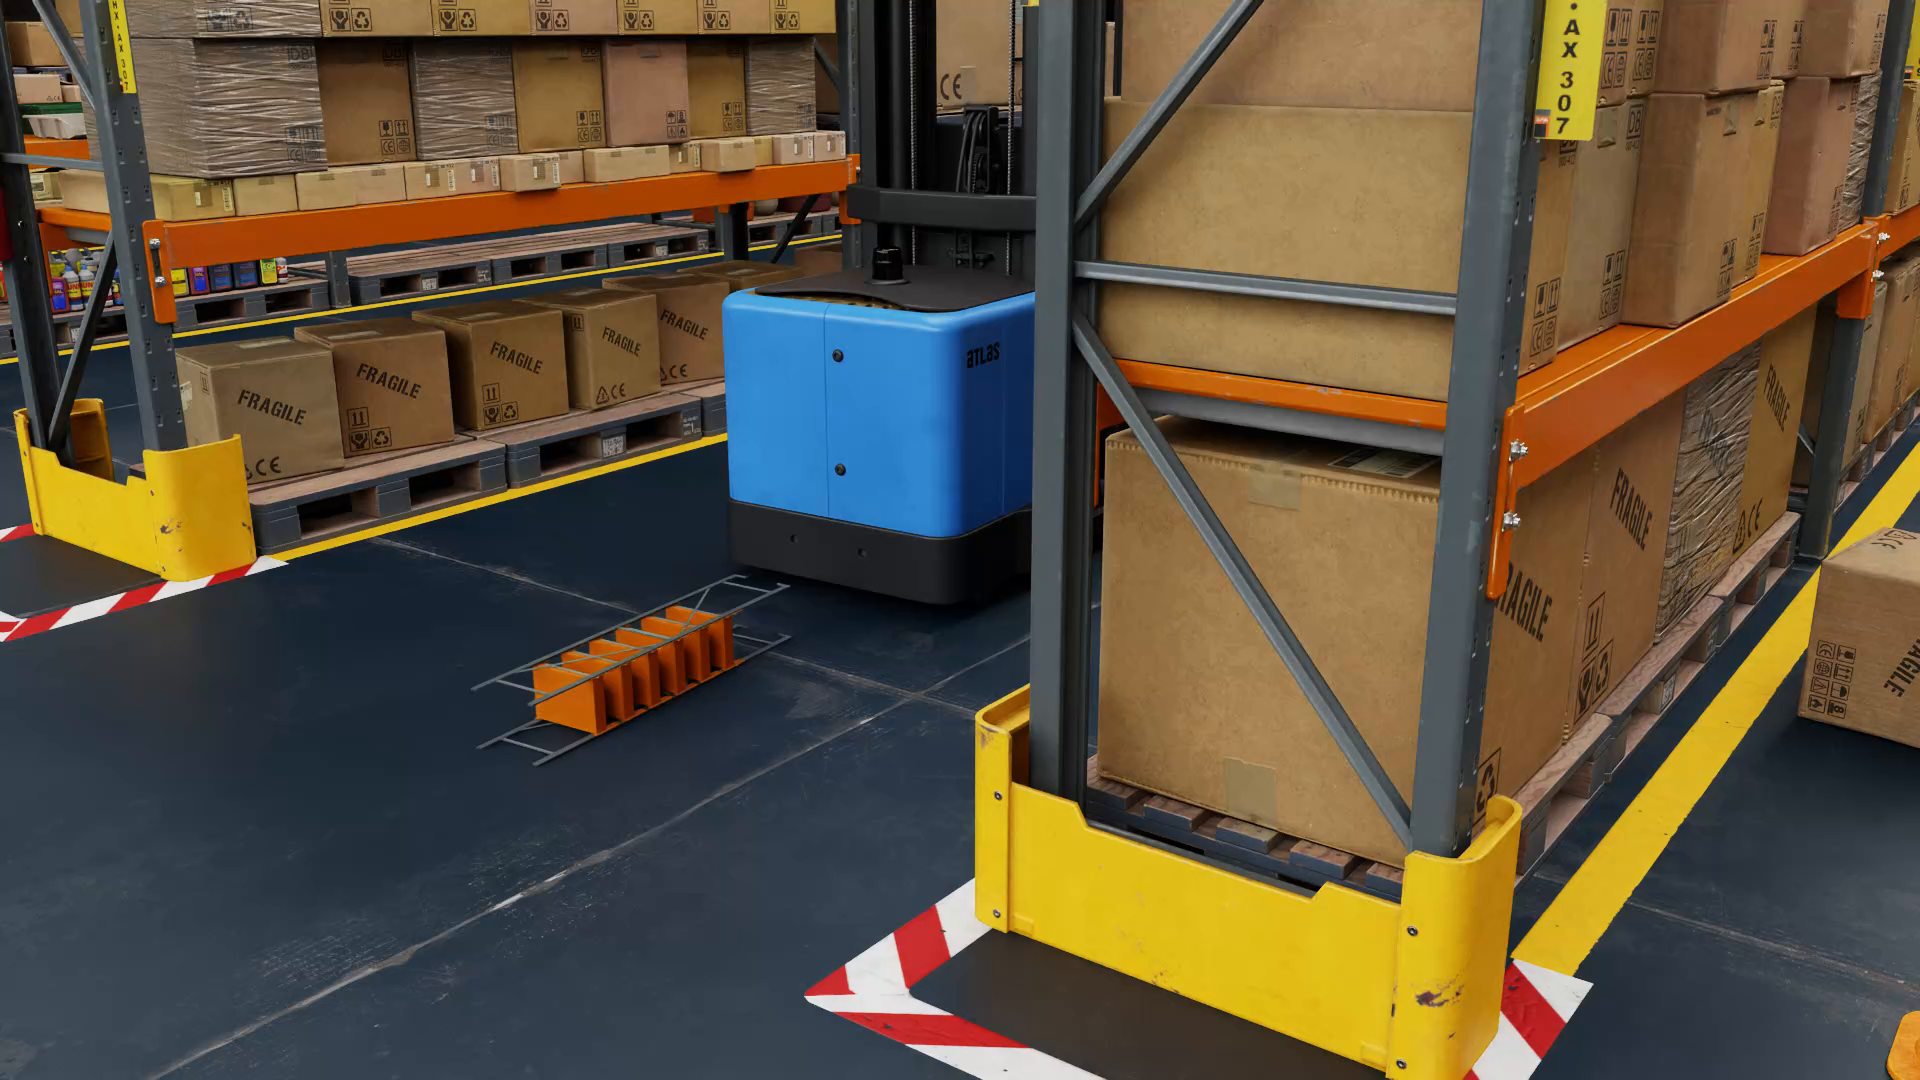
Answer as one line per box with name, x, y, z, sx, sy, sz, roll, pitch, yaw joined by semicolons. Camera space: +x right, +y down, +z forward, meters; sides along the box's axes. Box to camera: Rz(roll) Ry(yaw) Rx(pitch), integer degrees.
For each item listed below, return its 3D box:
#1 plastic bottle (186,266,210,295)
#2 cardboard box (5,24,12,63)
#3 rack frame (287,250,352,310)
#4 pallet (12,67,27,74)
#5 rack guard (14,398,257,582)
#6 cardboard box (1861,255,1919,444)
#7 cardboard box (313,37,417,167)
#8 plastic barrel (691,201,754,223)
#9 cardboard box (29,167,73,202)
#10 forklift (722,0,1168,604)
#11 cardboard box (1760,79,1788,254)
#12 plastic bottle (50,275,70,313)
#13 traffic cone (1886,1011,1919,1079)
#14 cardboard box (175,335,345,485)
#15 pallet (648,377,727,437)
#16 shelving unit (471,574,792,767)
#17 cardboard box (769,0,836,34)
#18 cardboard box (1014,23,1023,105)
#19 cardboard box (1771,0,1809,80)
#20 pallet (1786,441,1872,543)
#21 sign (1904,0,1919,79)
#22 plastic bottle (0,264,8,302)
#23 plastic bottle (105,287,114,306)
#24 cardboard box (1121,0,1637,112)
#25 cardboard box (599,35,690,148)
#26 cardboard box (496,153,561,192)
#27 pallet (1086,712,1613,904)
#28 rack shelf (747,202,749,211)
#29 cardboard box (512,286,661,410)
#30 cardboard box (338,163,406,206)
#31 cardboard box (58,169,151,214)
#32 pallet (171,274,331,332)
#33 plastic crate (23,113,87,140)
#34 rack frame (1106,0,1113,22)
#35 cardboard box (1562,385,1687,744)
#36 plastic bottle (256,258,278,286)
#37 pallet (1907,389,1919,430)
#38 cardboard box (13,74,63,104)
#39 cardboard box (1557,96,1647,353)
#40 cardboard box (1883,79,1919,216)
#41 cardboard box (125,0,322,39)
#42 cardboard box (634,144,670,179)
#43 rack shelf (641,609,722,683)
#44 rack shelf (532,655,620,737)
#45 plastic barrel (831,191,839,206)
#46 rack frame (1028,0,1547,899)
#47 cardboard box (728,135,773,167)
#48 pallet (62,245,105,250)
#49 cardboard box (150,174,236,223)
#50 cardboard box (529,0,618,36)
plastic bottle;-5.253;-1.838;11.444;0.061;0.283;0.133;14;22;38
cardboard box;-11.493;-5.769;19.351;0.700;0.500;0.500;12;21;35
rack frame;-4.923;-3.222;12.060;1.000;3.000;0.127;12;21;35
pallet;-11.643;-5.355;19.253;1.003;0.211;1.213;12;21;35
rack guard;-3.283;-0.218;6.603;1.175;0.500;0.348;12;21;35
cardboard box;3.853;-0.965;7.878;1.050;0.750;0.750;12;21;35
cardboard box;-2.777;-1.850;6.973;0.875;0.500;0.500;12;21;35
plastic barrel;-2.262;-3.458;15.773;0.600;0.830;0.708;12;21;35
cardboard box;-8.453;-3.308;15.319;0.500;0.311;0.500;13;21;35
forklift;0.335;-1.557;6.814;1.130;2.935;3.031;11;20;31
cardboard box;2.042;-1.185;5.248;0.875;0.550;0.550;12;21;35
plastic bottle;-5.826;-1.609;10.707;0.061;0.283;0.133;13;21;36
traffic cone;2.051;0.843;3.250;0.336;0.463;0.334;12;21;35
cardboard box;-2.943;-0.546;6.952;0.500;0.500;0.500;-15;23;-40
pallet;-1.317;-0.849;9.120;1.003;0.211;1.213;12;21;35
shelving unit;-0.982;0.378;5.200;0.258;0.189;1.200;10;20;29
cardboard box;-0.992;-2.858;8.533;0.500;0.500;0.500;12;21;35
cardboard box;0.013;-3.026;10.547;0.797;0.503;0.637;15;23;40
cardboard box;2.064;-1.696;5.072;0.875;0.550;0.550;12;21;35
pallet;3.377;-0.311;7.390;1.003;0.211;1.213;12;21;35
sign;3.424;-1.799;5.887;0.100;0.325;0.005;12;21;35
plastic bottle;-6.392;-1.748;11.167;0.152;0.276;0.135;13;21;35
plastic bottle;-5.653;-1.649;10.971;0.097;0.201;0.097;0;17;0
cardboard box;0.847;-1.162;3.354;0.875;0.550;0.550;12;21;35
cardboard box;-1.806;-2.190;8.069;0.875;0.500;0.500;12;21;35
cardboard box;-1.996;-1.640;7.390;0.380;0.149;0.250;12;21;35
pallet;1.008;0.634;4.346;1.003;0.211;1.213;12;21;35
rack shelf;0.246;-2.479;10.883;1.077;0.370;4.000;12;21;35
cardboard box;-1.858;-0.966;8.302;0.500;0.500;0.500;10;20;30
cardboard box;-2.510;-1.476;6.862;0.380;0.149;0.250;12;21;35
cardboard box;-3.325;-1.378;6.547;0.380;0.149;0.250;12;21;35
pallet;-5.357;-1.737;11.983;1.003;0.211;1.213;12;21;35
plastic crate;-5.687;-2.664;10.710;0.530;0.136;0.437;12;21;35
rack frame;1.438;-3.299;12.310;1.000;3.000;0.127;12;21;35
cardboard box;1.468;-0.062;4.761;0.875;0.875;0.875;12;21;34
plastic bottle;-4.945;-1.962;11.841;0.061;0.283;0.133;14;22;37
pallet;4.831;-0.892;9.262;1.003;0.211;1.213;12;21;35
cardboard box;-8.641;-4.151;15.307;0.500;0.250;0.500;14;22;38
cardboard box;1.089;-0.796;3.997;0.875;0.550;0.550;12;21;35
cardboard box;3.507;-1.571;6.577;0.500;0.500;0.500;13;21;35
cardboard box;-2.782;-2.144;6.234;0.500;0.500;0.500;12;21;35
cardboard box;-1.622;-1.834;8.017;0.380;0.149;0.250;12;21;35
rack shelf;-0.898;0.336;5.335;0.258;0.180;0.103;10;20;29
rack shelf;-1.145;0.458;4.942;0.258;0.180;0.103;10;20;29
plastic barrel;-1.324;-3.726;17.170;0.421;0.512;0.421;0;17;0
rack frame;0.595;-0.493;3.274;1.000;3.000;0.127;12;21;35
cardboard box;-1.191;-2.017;8.603;0.380;0.149;0.250;12;21;35
pallet;-8.491;-2.949;15.883;1.003;0.211;1.213;12;21;35
cardboard box;-2.967;-1.300;6.294;0.380;0.149;0.250;12;21;35
cardboard box;-1.889;-2.501;7.384;0.500;0.500;0.500;12;21;35
